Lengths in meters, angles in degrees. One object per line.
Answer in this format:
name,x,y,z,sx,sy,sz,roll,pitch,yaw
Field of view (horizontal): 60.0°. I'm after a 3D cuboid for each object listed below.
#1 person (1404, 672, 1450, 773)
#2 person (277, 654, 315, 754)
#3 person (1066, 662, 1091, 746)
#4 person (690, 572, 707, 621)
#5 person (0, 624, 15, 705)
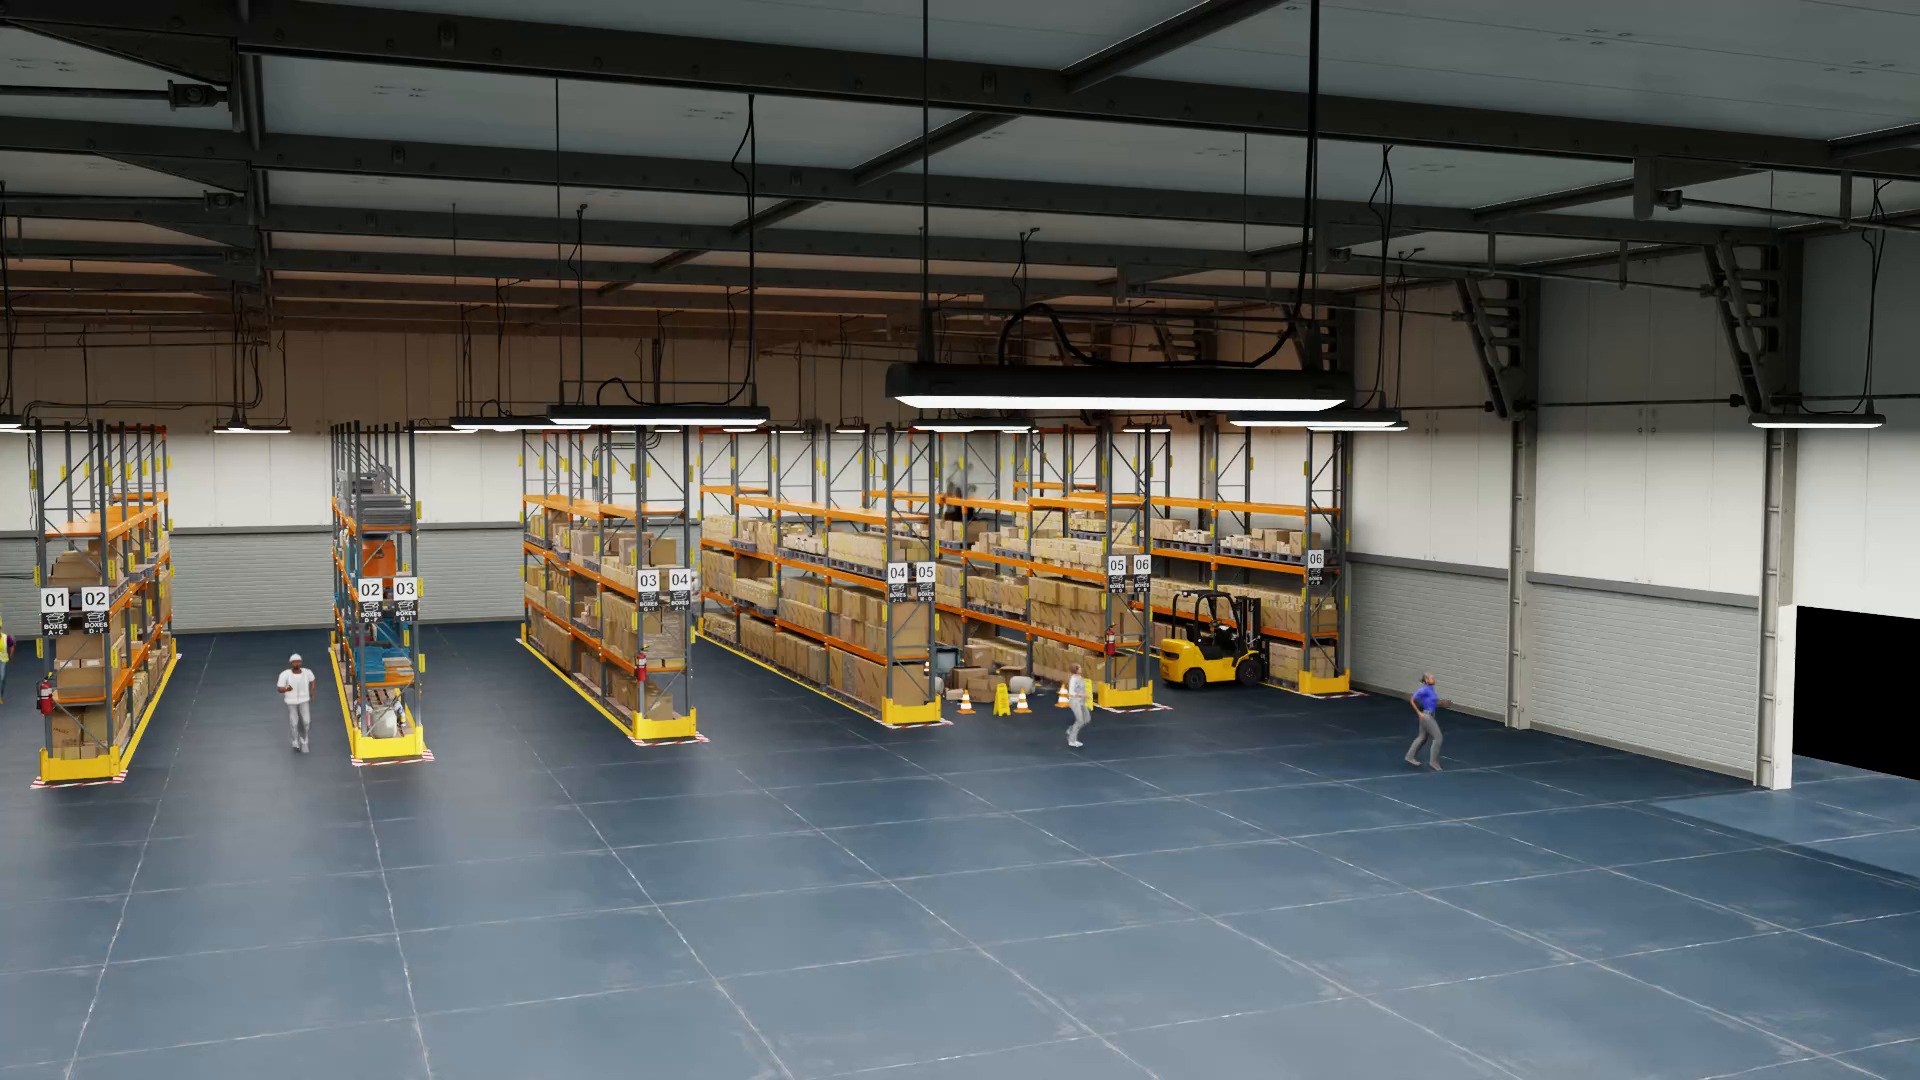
person,8.014,3.118,28.504,0.751,1.721,0.549,2,4,24
person,-11.970,2.967,30.064,0.673,1.811,0.696,-2,4,-28
person,2.196,3.026,30.626,0.543,1.555,0.528,2,4,23
person,-7.857,1.797,49.223,0.896,1.742,0.740,-1,4,-22
person,-20.636,2.628,35.617,0.703,1.757,0.853,-2,4,-32
